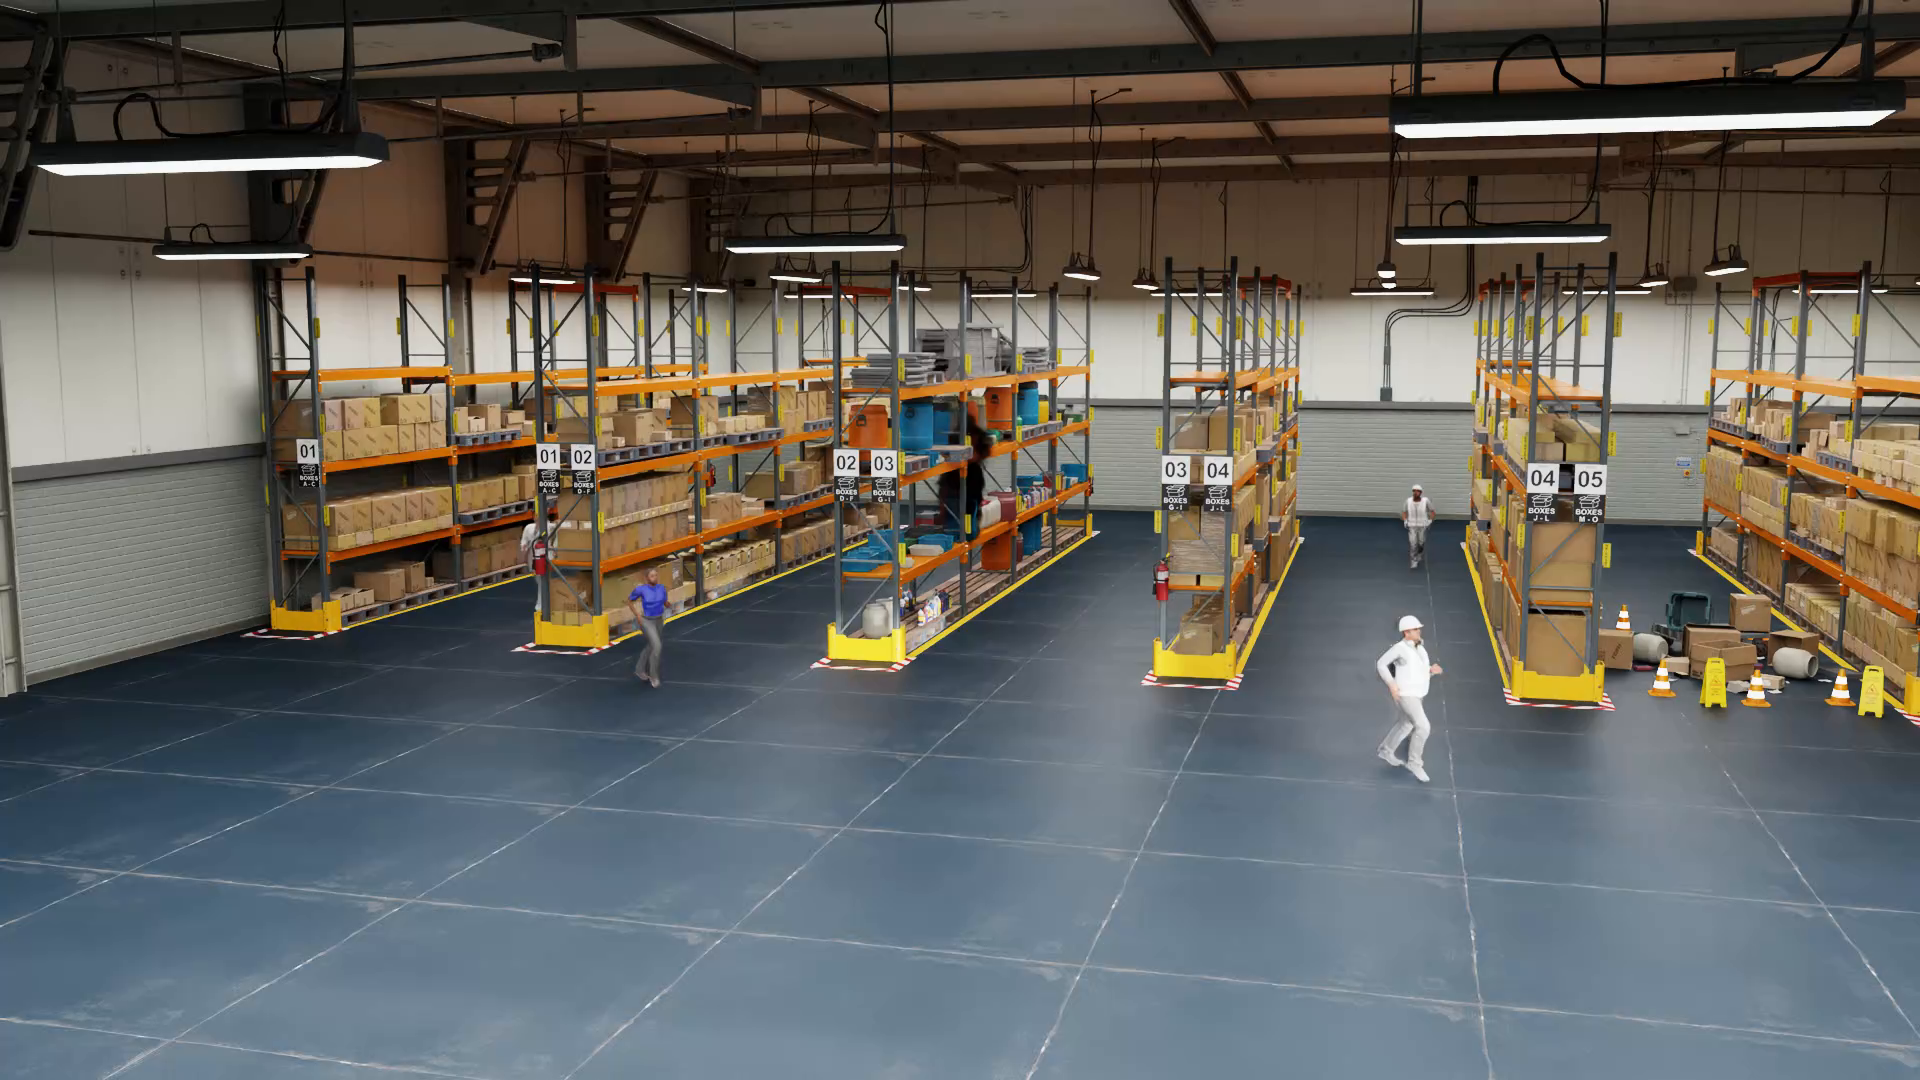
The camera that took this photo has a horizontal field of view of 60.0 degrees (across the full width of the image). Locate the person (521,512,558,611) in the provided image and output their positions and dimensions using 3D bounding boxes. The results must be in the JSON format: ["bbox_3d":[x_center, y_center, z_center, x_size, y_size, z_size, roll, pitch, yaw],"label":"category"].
[{"bbox_3d":[-7.519,0.335,29.859,0.690,1.771,0.983,1,7,5],"label":"person"}]

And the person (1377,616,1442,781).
[{"bbox_3d":[5.047,1.763,18.694,0.767,1.833,0.625,6,9,39],"label":"person"}]

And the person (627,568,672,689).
[{"bbox_3d":[-4.346,1.238,23.437,0.756,1.725,0.526,6,9,40],"label":"person"}]

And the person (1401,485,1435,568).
[{"bbox_3d":[9.618,-0.288,34.970,0.676,1.748,0.576,3,8,20],"label":"person"}]
